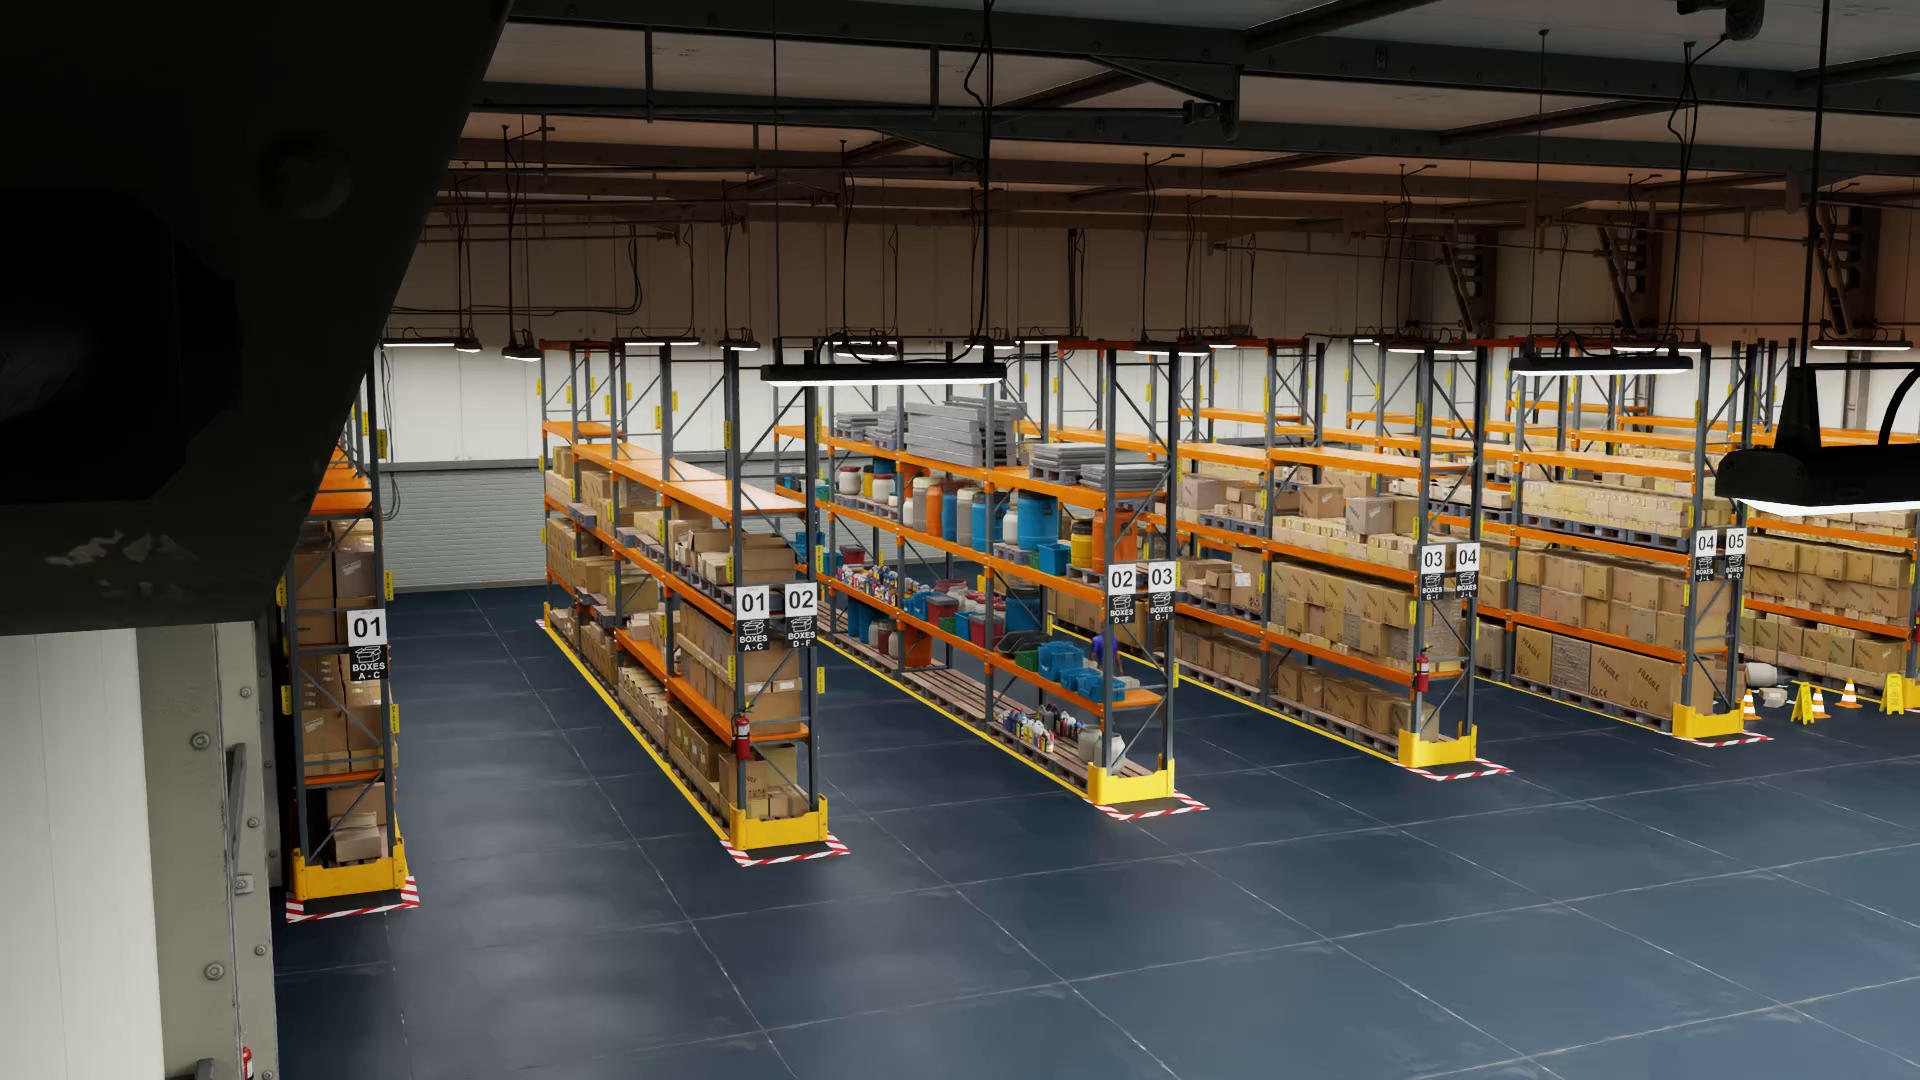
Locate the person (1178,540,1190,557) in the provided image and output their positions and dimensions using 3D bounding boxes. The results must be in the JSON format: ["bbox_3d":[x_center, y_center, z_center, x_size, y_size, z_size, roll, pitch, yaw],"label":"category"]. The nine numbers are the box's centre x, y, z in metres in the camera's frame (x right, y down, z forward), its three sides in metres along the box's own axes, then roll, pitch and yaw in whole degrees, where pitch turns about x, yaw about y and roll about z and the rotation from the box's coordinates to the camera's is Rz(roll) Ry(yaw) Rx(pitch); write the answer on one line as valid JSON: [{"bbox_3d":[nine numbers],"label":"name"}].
[{"bbox_3d":[5.686,0.089,41.675,1.109,1.664,0.516,-3,8,-20],"label":"person"}]

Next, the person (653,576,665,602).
[{"bbox_3d":[-6.310,0.963,34.961,0.488,1.626,1.057,-4,9,-31],"label":"person"}]

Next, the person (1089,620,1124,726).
[{"bbox_3d":[2.321,2.119,26.451,0.464,1.702,0.689,-4,9,-31],"label":"person"}]
